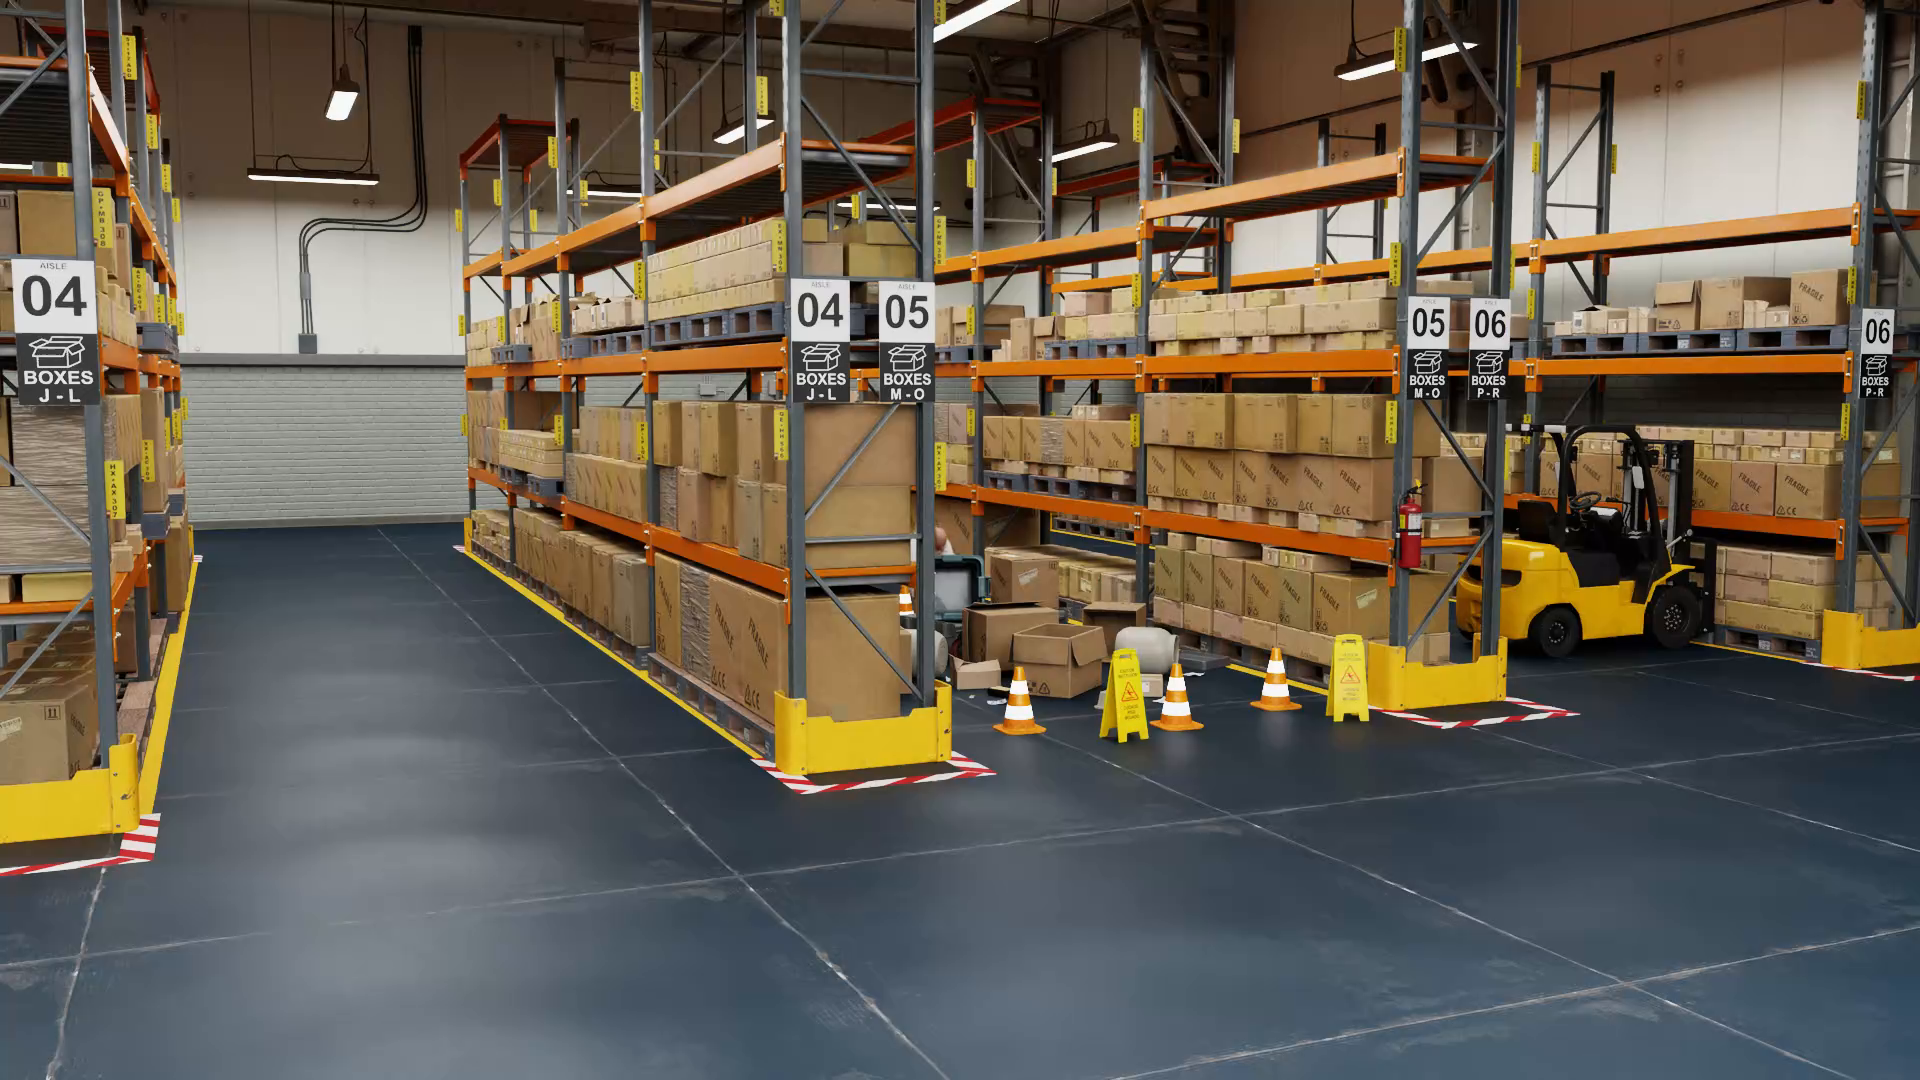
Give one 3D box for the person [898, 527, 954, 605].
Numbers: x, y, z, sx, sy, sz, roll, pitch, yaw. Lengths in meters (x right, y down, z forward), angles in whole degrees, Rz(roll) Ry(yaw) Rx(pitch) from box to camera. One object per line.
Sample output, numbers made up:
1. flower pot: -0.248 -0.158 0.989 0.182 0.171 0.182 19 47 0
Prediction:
1. person: -0.393 0.359 17.965 0.612 1.012 0.895 -2 6 -24
